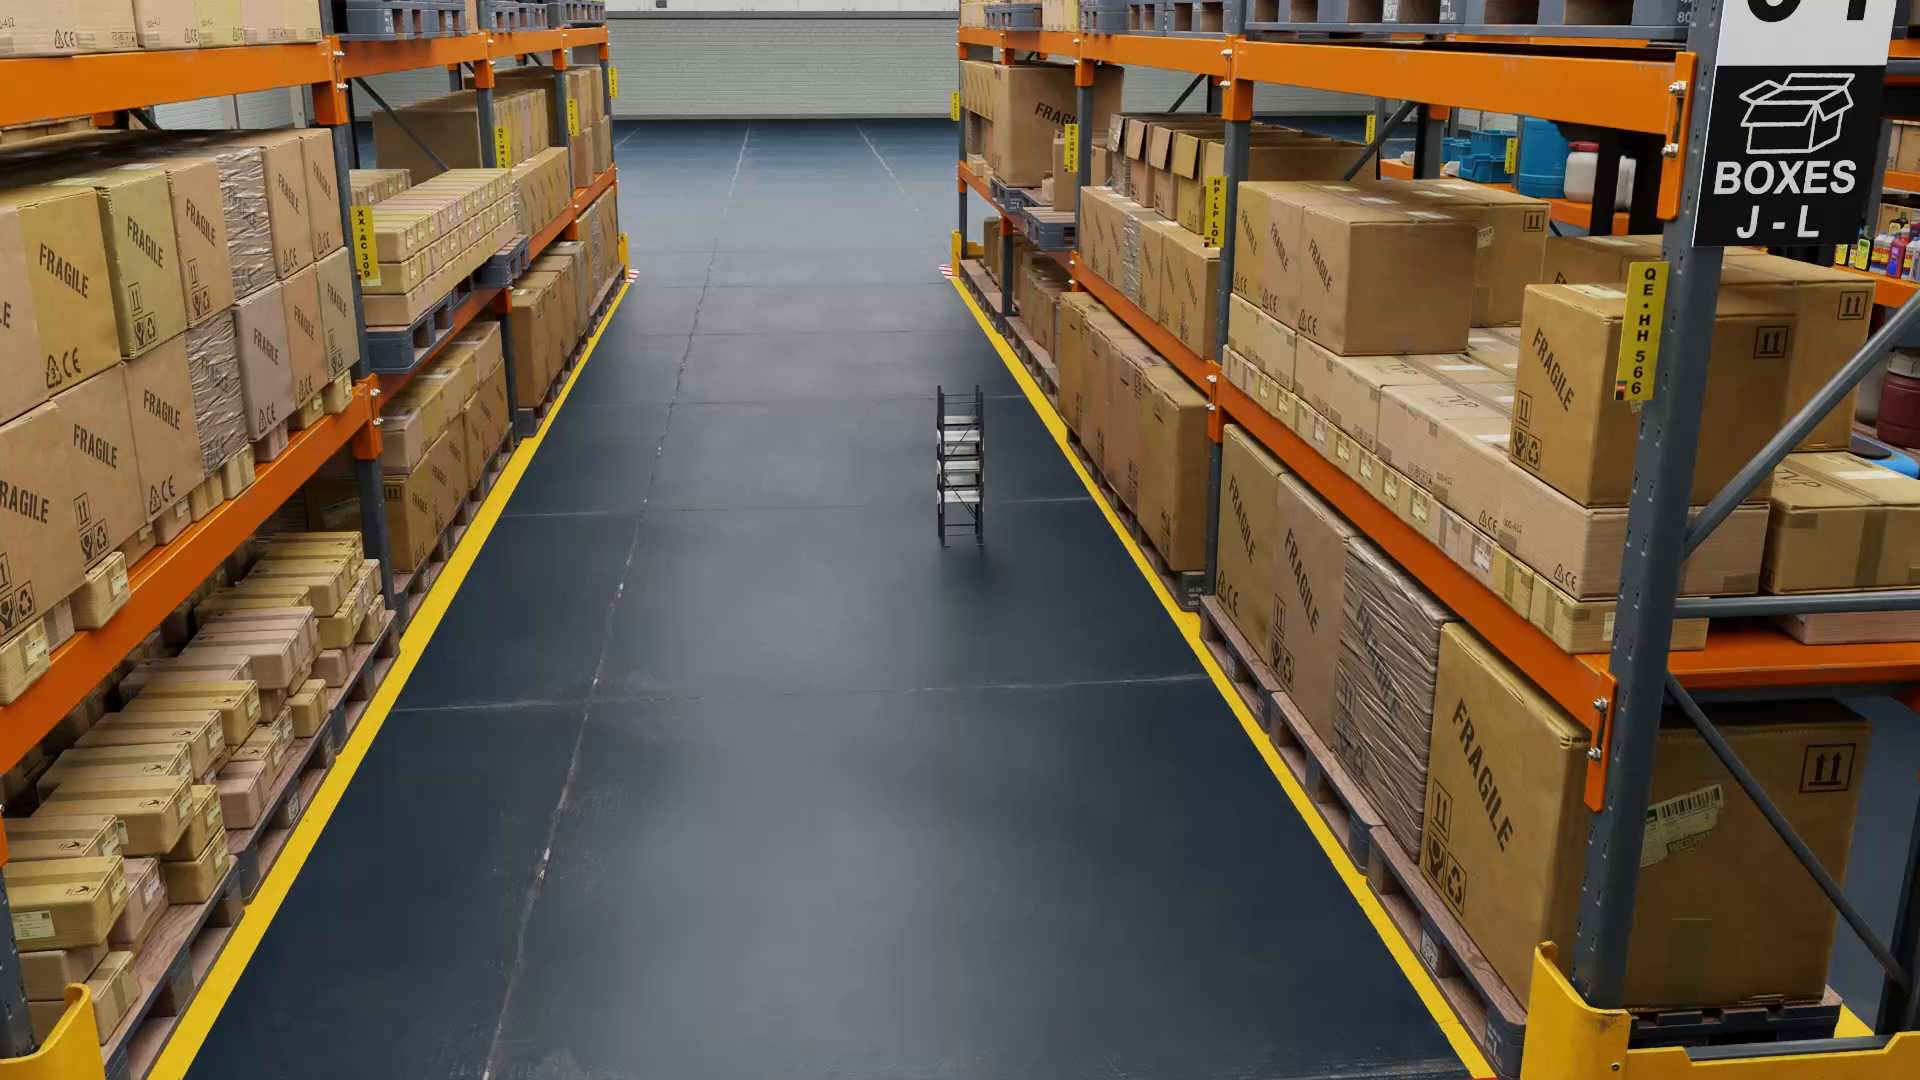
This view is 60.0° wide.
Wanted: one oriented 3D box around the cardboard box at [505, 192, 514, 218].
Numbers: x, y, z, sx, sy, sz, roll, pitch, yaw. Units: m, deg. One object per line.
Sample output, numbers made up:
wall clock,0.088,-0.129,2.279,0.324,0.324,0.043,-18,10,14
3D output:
cardboard box,-3.127,-2.183,10.844,0.380,0.149,0.250,-1,17,-5

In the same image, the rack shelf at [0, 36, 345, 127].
rack shelf,-3.012,-1.394,5.303,1.077,0.370,4.000,-2,18,-6

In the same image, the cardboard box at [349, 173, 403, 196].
cardboard box,-3.745,-2.234,10.511,0.380,0.149,0.250,-2,18,-7

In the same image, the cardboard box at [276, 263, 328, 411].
cardboard box,-2.835,-0.801,6.559,0.500,0.500,0.500,-2,18,-7

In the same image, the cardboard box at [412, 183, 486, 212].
cardboard box,-3.023,-2.022,9.834,0.380,0.149,0.250,-2,18,-6

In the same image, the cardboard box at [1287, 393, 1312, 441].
cardboard box,1.536,-0.496,6.667,0.380,0.149,0.250,-2,18,-6

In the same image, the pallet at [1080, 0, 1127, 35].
pallet,1.432,-3.368,10.704,1.213,0.211,1.003,-1,17,-3

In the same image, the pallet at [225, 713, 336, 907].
pallet,-2.985,0.992,6.166,1.003,0.211,1.213,-2,18,-6

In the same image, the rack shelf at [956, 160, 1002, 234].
rack shelf,0.694,-3.661,17.532,1.077,0.370,4.000,-2,18,-6

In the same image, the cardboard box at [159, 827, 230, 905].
cardboard box,-2.599,1.055,5.368,0.380,0.149,0.250,-2,17,-5

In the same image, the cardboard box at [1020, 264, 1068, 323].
cardboard box,0.943,-2.242,15.250,0.700,0.500,0.500,-3,18,-10

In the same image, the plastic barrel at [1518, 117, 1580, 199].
plastic barrel,5.566,-3.676,15.542,0.600,0.901,0.708,-2,18,-6

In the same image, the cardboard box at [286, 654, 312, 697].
cardboard box,-2.810,0.513,6.598,0.380,0.149,0.250,-1,17,-4

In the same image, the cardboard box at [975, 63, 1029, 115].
cardboard box,0.429,-4.648,17.141,0.500,0.500,0.500,-2,18,-6

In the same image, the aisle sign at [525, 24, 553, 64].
aisle sign,-4.762,-5.729,18.579,0.394,0.787,0.004,-2,18,-6

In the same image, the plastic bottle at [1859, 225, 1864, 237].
plastic bottle,6.056,-1.998,11.249,0.097,0.271,0.097,0,17,0

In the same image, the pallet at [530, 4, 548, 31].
pallet,-3.900,-4.354,13.848,0.805,0.209,1.217,-2,18,-8

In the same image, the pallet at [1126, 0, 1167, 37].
pallet,1.551,-3.035,9.643,1.003,0.211,1.213,-1,17,-3

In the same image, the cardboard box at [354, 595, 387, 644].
cardboard box,-2.839,0.364,7.568,0.380,0.149,0.250,-2,17,-5

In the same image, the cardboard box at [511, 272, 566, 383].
cardboard box,-3.698,-1.665,13.028,1.050,0.750,0.750,-2,17,-5

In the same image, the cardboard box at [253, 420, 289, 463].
cardboard box,-2.793,-0.392,6.337,0.380,0.149,0.250,-3,18,-8

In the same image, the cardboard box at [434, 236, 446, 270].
cardboard box,-2.884,-1.487,8.629,0.380,0.149,0.250,-3,18,-8

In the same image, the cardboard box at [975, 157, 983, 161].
cardboard box,0.363,-4.090,18.115,0.380,0.149,0.250,-2,18,-6

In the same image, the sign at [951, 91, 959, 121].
sign,-0.052,-4.997,19.139,0.100,0.325,0.005,-2,18,-6

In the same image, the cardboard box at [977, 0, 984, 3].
cardboard box,0.387,-5.672,17.314,0.380,0.149,0.250,-3,18,-8

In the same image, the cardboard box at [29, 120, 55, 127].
cardboard box,-8.817,-4.060,15.268,0.700,0.500,0.500,-2,18,-5

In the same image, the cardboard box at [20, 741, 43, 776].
cardboard box,-3.281,0.709,5.477,0.380,0.149,0.250,-1,17,-4

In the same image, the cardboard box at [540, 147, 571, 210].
cardboard box,-3.724,-3.186,14.650,0.500,0.500,0.500,-2,18,-6

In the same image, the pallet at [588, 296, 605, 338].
pallet,-4.044,-2.184,16.281,1.003,0.211,1.213,-2,18,-6

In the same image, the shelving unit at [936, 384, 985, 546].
shelving unit,0.001,-0.427,9.535,0.258,0.900,0.210,-2,18,-6

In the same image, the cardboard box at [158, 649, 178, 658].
cardboard box,-3.293,0.541,6.508,0.380,0.149,0.250,-1,17,-3

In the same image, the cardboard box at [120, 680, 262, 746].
cardboard box,-2.677,0.608,5.799,0.380,0.149,0.250,-2,17,-5

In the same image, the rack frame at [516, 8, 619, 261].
rack frame,-4.456,-4.477,18.930,1.000,3.000,0.127,-2,18,-6

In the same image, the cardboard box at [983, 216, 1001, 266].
cardboard box,0.536,-3.421,19.040,0.500,0.500,0.500,1,17,5

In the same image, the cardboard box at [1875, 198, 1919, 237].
cardboard box,10.328,-3.538,18.576,0.500,0.500,0.500,-2,18,-6

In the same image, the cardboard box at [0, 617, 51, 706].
cardboard box,-2.513,0.303,4.124,0.380,0.149,0.250,-2,18,-6

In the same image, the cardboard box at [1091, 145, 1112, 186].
cardboard box,1.218,-2.625,12.161,0.500,0.500,0.500,-4,18,-12

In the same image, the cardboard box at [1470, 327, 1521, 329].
cardboard box,2.088,-0.818,7.028,0.500,0.250,0.500,-1,17,-4

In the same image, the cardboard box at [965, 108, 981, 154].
cardboard box,0.518,-4.625,18.738,0.875,0.500,0.500,-2,18,-6

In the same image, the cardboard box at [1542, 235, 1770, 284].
cardboard box,2.246,-0.716,5.452,0.500,0.500,0.500,-2,18,-7

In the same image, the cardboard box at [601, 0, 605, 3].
cardboard box,-4.084,-5.948,18.158,0.380,0.149,0.250,-2,18,-6

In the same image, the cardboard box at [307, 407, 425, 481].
cardboard box,-3.032,-0.496,8.469,0.500,0.250,0.500,-3,18,-8

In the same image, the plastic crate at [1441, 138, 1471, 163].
plastic crate,5.764,-4.542,19.386,0.499,0.251,0.616,-2,18,-6

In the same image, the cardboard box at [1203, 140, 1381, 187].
cardboard box,1.652,-1.741,8.374,0.797,0.503,0.637,-2,18,-7

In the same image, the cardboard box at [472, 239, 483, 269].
cardboard box,-2.996,-1.659,9.672,0.380,0.149,0.250,-1,17,-4

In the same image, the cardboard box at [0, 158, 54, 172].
cardboard box,-3.273,-0.969,5.422,0.500,0.500,0.500,-2,18,-8

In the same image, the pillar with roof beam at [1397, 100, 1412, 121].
pillar with roof beam,8.825,-16.545,47.353,9.100,9.000,0.400,-2,18,-6

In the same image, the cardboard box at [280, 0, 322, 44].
cardboard box,-2.899,-2.124,6.676,0.500,0.250,0.500,-1,17,-4

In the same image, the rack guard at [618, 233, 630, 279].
rack guard,-4.458,-3.292,19.327,1.175,0.500,0.348,-2,18,-6

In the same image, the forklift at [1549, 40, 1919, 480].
forklift,3.587,-1.147,8.438,1.130,2.935,3.031,-1,17,-3

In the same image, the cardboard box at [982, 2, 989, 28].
cardboard box,0.493,-5.203,16.486,0.500,0.250,0.500,-2,18,-6

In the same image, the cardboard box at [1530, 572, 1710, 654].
cardboard box,1.774,0.191,4.482,0.380,0.149,0.250,-1,17,-5

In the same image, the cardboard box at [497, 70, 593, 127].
cardboard box,-4.201,-4.466,16.842,0.875,0.550,0.500,-2,18,-6

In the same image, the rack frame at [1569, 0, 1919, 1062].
rack frame,2.135,0.167,4.138,0.949,2.616,0.053,-2,18,-6

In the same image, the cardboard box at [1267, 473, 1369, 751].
cardboard box,1.807,0.256,6.701,0.875,0.875,0.875,-2,18,-6
